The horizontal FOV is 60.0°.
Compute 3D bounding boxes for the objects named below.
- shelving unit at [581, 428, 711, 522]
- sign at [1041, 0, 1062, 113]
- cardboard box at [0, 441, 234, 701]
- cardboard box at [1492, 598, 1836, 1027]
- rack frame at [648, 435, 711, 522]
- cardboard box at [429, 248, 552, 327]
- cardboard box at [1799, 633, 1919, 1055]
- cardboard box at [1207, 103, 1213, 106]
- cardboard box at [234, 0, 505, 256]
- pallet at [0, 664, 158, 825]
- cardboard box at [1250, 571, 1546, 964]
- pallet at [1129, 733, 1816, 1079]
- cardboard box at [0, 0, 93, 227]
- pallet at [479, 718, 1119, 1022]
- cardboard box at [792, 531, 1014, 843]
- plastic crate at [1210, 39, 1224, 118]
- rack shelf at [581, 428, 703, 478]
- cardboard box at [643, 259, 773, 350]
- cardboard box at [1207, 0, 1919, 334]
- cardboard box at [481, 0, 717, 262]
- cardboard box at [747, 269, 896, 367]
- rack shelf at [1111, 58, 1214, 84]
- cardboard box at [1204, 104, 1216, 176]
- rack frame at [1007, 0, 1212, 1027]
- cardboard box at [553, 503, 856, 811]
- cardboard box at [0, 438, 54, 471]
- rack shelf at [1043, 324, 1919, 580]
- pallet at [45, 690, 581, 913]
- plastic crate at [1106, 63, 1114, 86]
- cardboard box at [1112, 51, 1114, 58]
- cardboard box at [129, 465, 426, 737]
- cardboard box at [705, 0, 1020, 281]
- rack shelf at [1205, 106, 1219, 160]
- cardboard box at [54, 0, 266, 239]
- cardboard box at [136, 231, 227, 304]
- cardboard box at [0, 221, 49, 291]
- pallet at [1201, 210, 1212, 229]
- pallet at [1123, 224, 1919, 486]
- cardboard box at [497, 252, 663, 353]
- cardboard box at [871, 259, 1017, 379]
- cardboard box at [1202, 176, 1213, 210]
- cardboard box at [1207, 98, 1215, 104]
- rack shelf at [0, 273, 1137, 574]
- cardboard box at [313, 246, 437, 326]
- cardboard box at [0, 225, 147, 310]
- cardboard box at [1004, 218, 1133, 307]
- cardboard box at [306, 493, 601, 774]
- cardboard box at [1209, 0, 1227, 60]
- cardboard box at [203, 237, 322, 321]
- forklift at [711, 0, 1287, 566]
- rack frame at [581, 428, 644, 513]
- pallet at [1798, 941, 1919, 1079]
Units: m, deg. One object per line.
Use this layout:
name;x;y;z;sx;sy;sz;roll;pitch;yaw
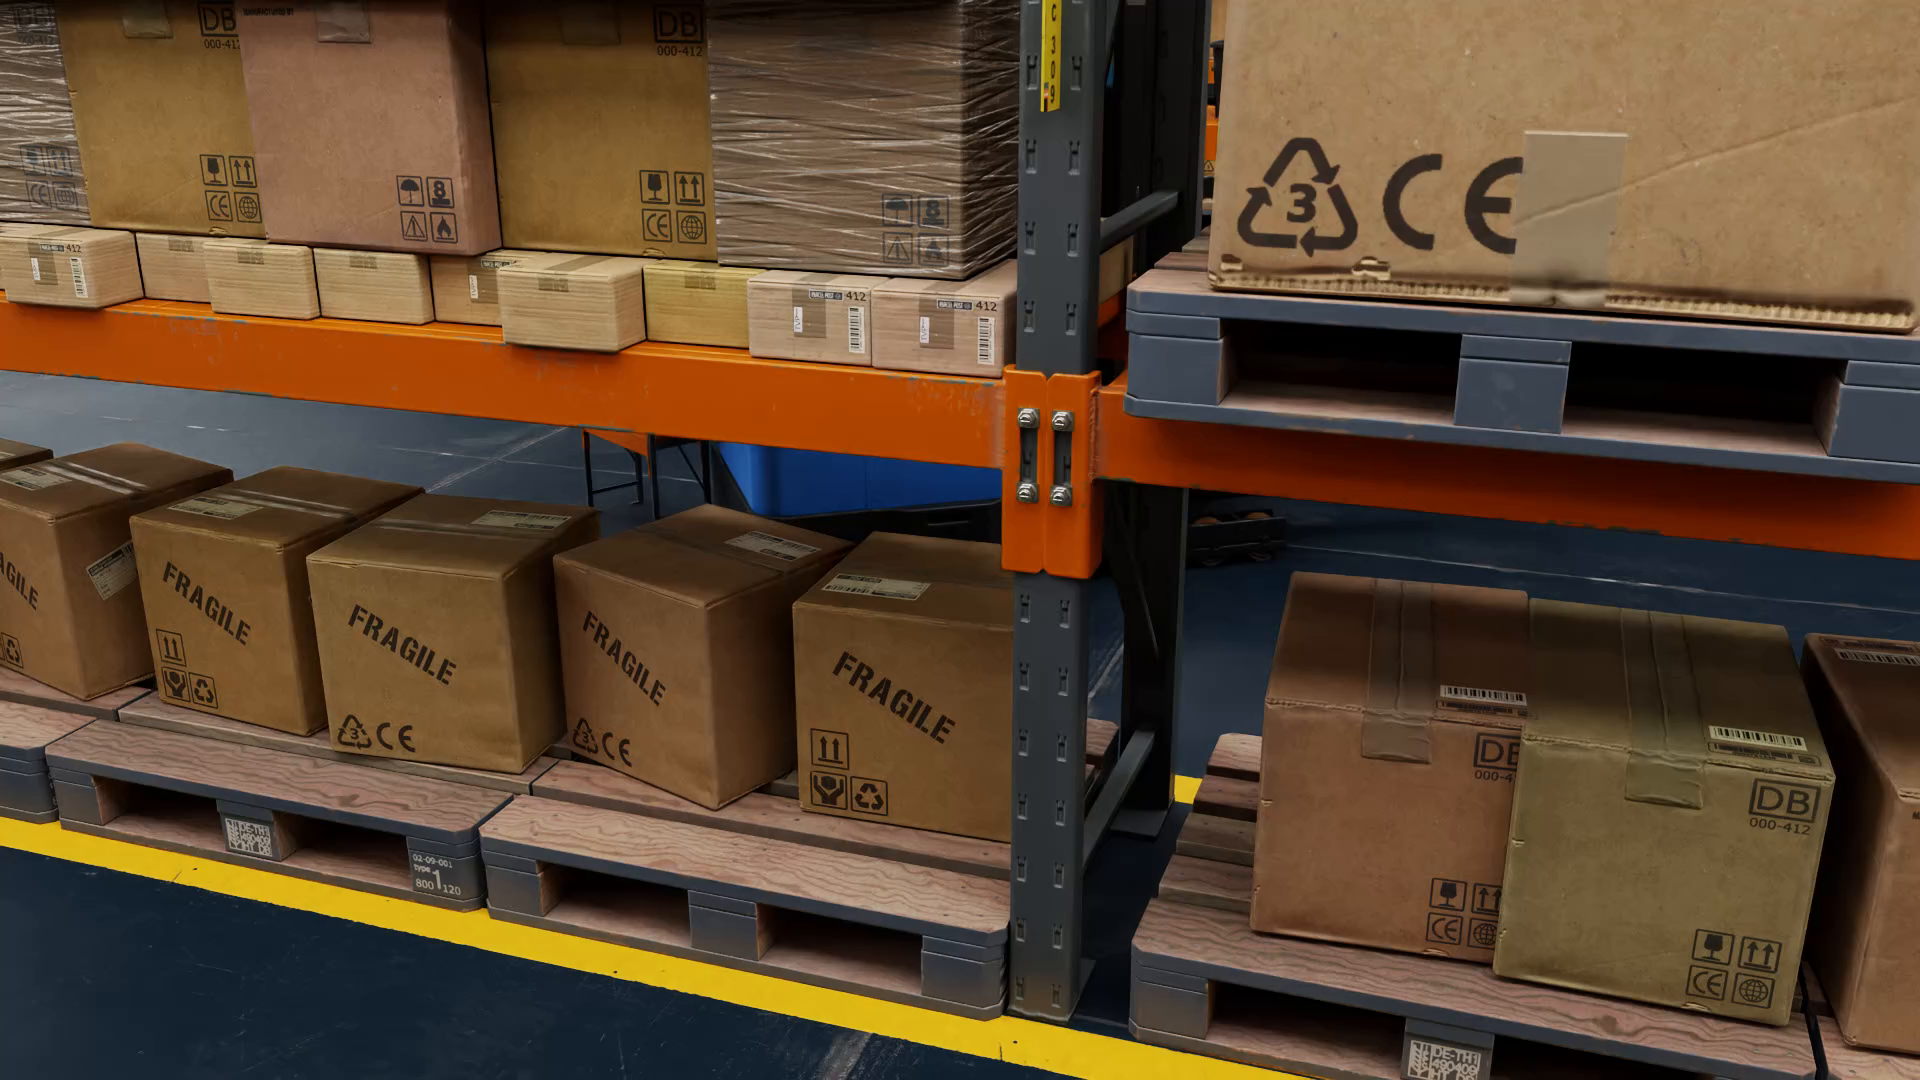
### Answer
shelving unit;-1.169;-0.629;6.058;0.258;1.200;0.503;-16;25;-38
sign;0.147;-0.851;2.644;0.005;0.325;0.100;7;20;18
cardboard box;-2.300;0.065;4.491;0.500;0.500;0.500;13;23;32
cardboard box;1.336;0.492;3.238;0.500;0.500;0.700;6;20;18
rack frame;-1.009;-0.568;5.884;0.240;1.200;0.015;-16;25;-38
cardboard box;-0.896;-0.560;3.509;0.250;0.149;0.380;7;20;18
cardboard box;1.864;0.552;3.065;0.500;0.500;0.700;5;20;13
cardboard box;1.644;-3.087;12.776;0.500;0.500;0.500;7;20;18
cardboard box;-1.053;-0.954;3.653;0.500;0.500;0.875;7;20;18
pallet;-2.633;0.380;4.664;1.213;0.211;1.003;7;20;18
cardboard box;0.891;0.434;3.402;0.500;0.500;0.700;5;20;14
pallet;1.054;0.789;3.492;1.213;0.211;1.003;7;20;18
cardboard box;-1.980;-1.079;4.010;0.500;0.500;0.875;7;20;18
pallet;-0.328;0.644;3.908;1.213;0.211;1.003;7;20;18
cardboard box;-0.046;0.315;3.775;0.500;0.500;0.500;6;20;16
plastic crate;1.491;-2.218;7.977;0.504;0.338;0.767;7;20;18
rack shelf;-1.169;-0.378;6.145;0.258;0.148;0.480;-16;25;-38
cardboard box;-0.431;-0.500;3.335;0.250;0.149;0.380;7;20;18
cardboard box;1.023;-0.964;2.734;1.000;1.000;1.000;7;20;18
cardboard box;-0.547;-0.932;3.588;0.500;0.500;0.875;7;20;18
cardboard box;-0.214;-0.454;3.204;0.250;0.149;0.380;7;20;18
rack shelf;1.683;-3.567;12.846;4.000;0.370;1.077;7;20;18
cardboard box;2.121;-3.038;12.633;0.500;0.500;0.500;7;20;18
rack frame;0.318;-0.611;3.273;0.127;3.000;1.000;7;20;18
cardboard box;-0.590;0.256;3.945;0.500;0.500;0.500;14;24;35
cardboard box;-2.876;0.011;4.646;0.500;0.500;0.500;11;22;28
rack shelf;2.208;-0.056;2.771;4.000;0.370;1.077;7;20;18
pallet;-1.484;0.513;4.285;1.213;0.211;1.003;7;20;18
plastic crate;0.809;-2.116;7.816;0.616;0.251;0.499;7;20;18
cardboard box;1.196;-4.005;12.857;0.500;0.500;0.700;7;20;18
cardboard box;-1.715;0.139;4.281;0.500;0.500;0.500;9;21;23
cardboard box;-0.087;-0.867;3.402;0.500;0.500;0.875;7;20;18
rack shelf;0.054;-2.028;8.429;4.000;0.370;1.077;7;20;18
cardboard box;-1.511;-1.021;3.845;0.500;0.500;0.875;7;20;18
cardboard box;-1.604;-0.642;3.742;0.250;0.149;0.380;7;20;18
cardboard box;-2.086;-0.687;3.871;0.250;0.149;0.380;7;20;18
pallet;1.679;-2.604;13.227;1.213;0.211;1.003;7;20;18
pallet;0.993;-0.393;2.938;1.213;0.211;1.003;7;20;18
cardboard box;-0.703;-0.492;3.314;0.250;0.149;0.380;7;20;18
cardboard box;0.019;-0.424;3.118;0.250;0.149;0.380;7;20;18
cardboard box;2.117;-2.680;12.746;0.500;0.250;0.500;7;20;18
cardboard box;1.820;-3.254;13.254;0.500;0.500;0.500;7;20;18
rack shelf;-1.571;-0.488;4.011;4.000;0.370;1.077;7;20;18
cardboard box;-1.146;-0.575;3.550;0.250;0.149;0.380;7;20;18
cardboard box;-1.884;-0.628;3.701;0.250;0.149;0.380;7;20;18
cardboard box;0.214;-0.609;3.649;0.250;0.149;0.380;7;20;18
cardboard box;-1.202;0.213;4.068;0.500;0.500;0.500;5;20;13
cardboard box;2.179;-3.895;12.540;0.500;0.500;0.700;7;20;19
cardboard box;-1.393;-0.591;3.596;0.250;0.149;0.380;7;20;18
forklift;0.649;-1.456;5.799;3.031;2.935;1.130;-6;20;-15
rack frame;-1.329;-0.690;6.232;0.240;1.200;0.015;-16;25;-38
pallet;2.210;0.920;3.115;1.213;0.211;1.003;7;20;18
